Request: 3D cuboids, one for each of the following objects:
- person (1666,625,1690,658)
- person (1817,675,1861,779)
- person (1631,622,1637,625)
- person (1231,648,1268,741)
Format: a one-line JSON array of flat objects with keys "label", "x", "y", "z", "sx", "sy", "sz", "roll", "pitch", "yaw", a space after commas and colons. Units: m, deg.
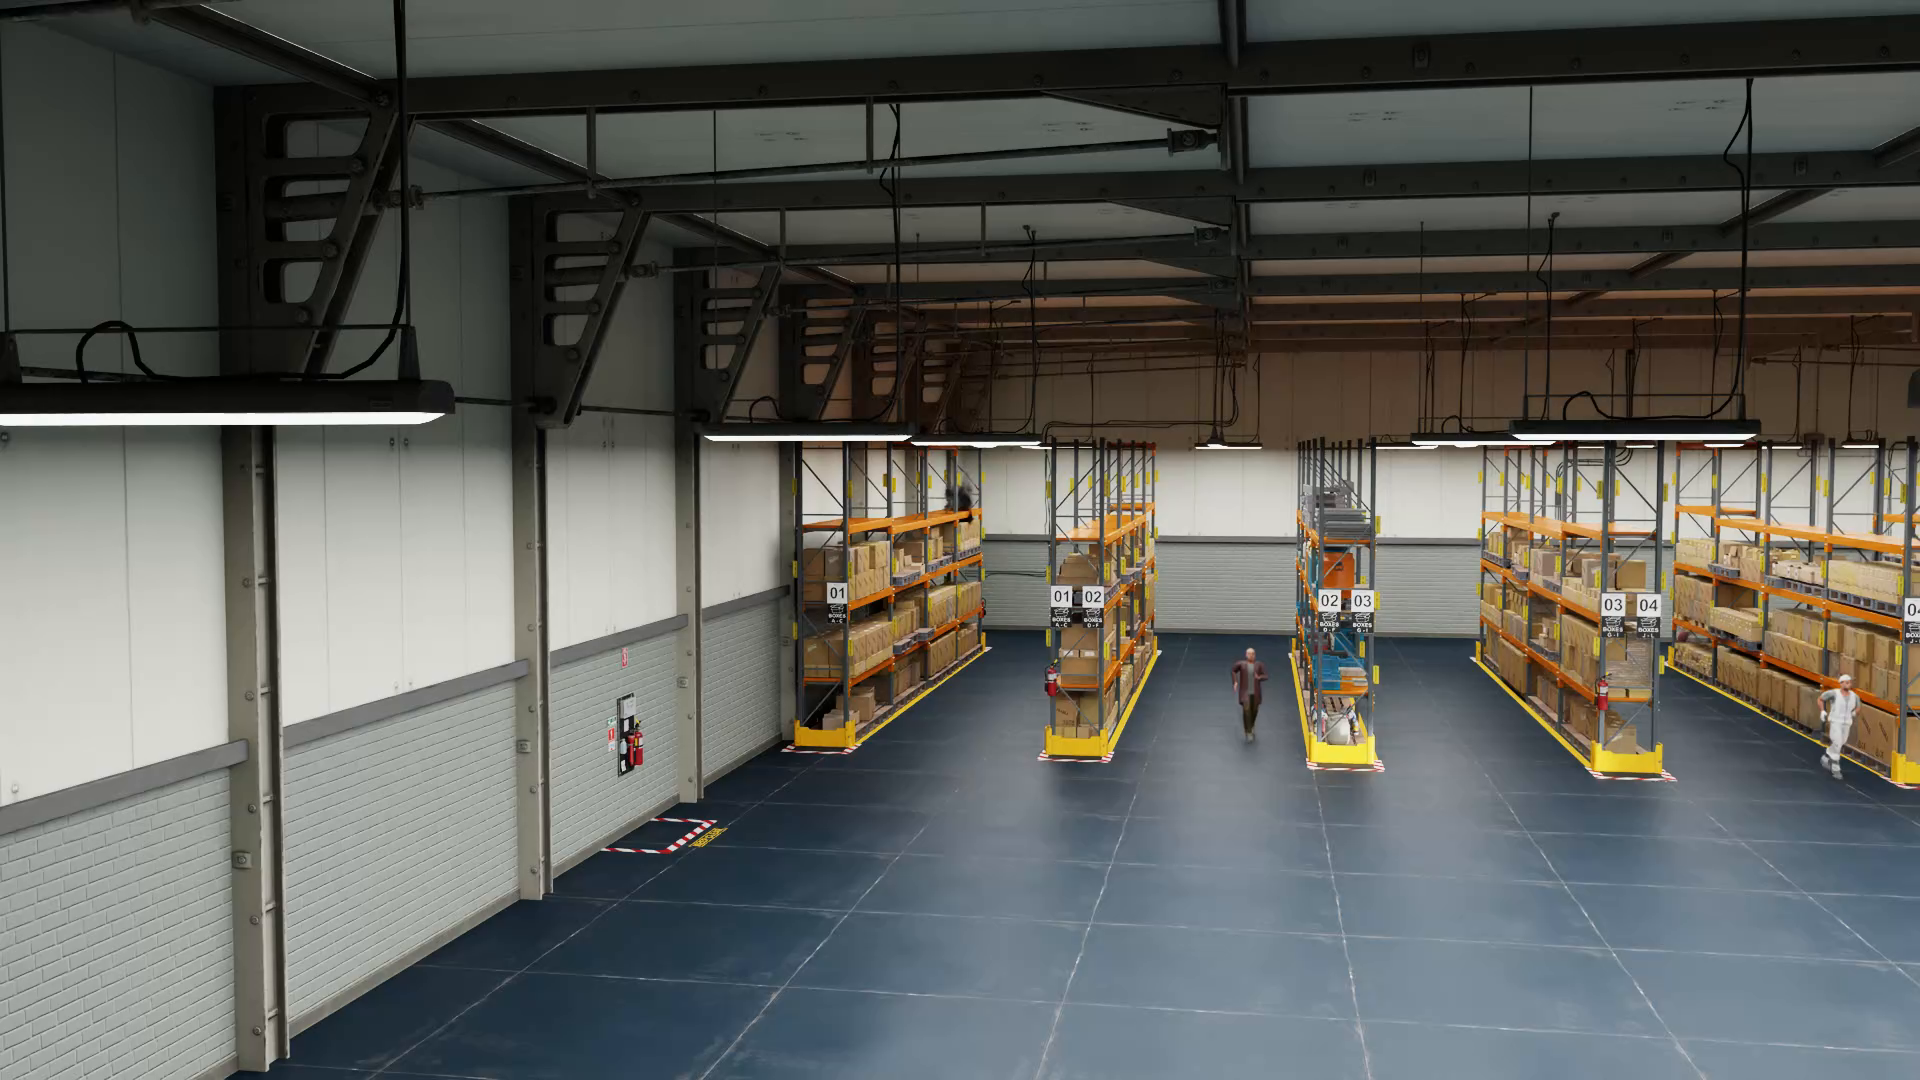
[{"label": "person", "x": 19.902, "y": 2.480, "z": 45.885, "sx": 0.753, "sy": 1.605, "sz": 0.860, "roll": 1, "pitch": 3, "yaw": 22}, {"label": "person", "x": 15.608, "y": 3.295, "z": 29.504, "sx": 0.688, "sy": 1.838, "sz": 0.854, "roll": 0, "pitch": 3, "yaw": -1}, {"label": "person", "x": 17.582, "y": 2.620, "z": 43.103, "sx": 0.648, "sy": 1.657, "sz": 0.645, "roll": 1, "pitch": 3, "yaw": 19}, {"label": "person", "x": 5.790, "y": 3.049, "z": 33.125, "sx": 0.695, "sy": 1.781, "sz": 0.967, "roll": 0, "pitch": 3, "yaw": 0}]
